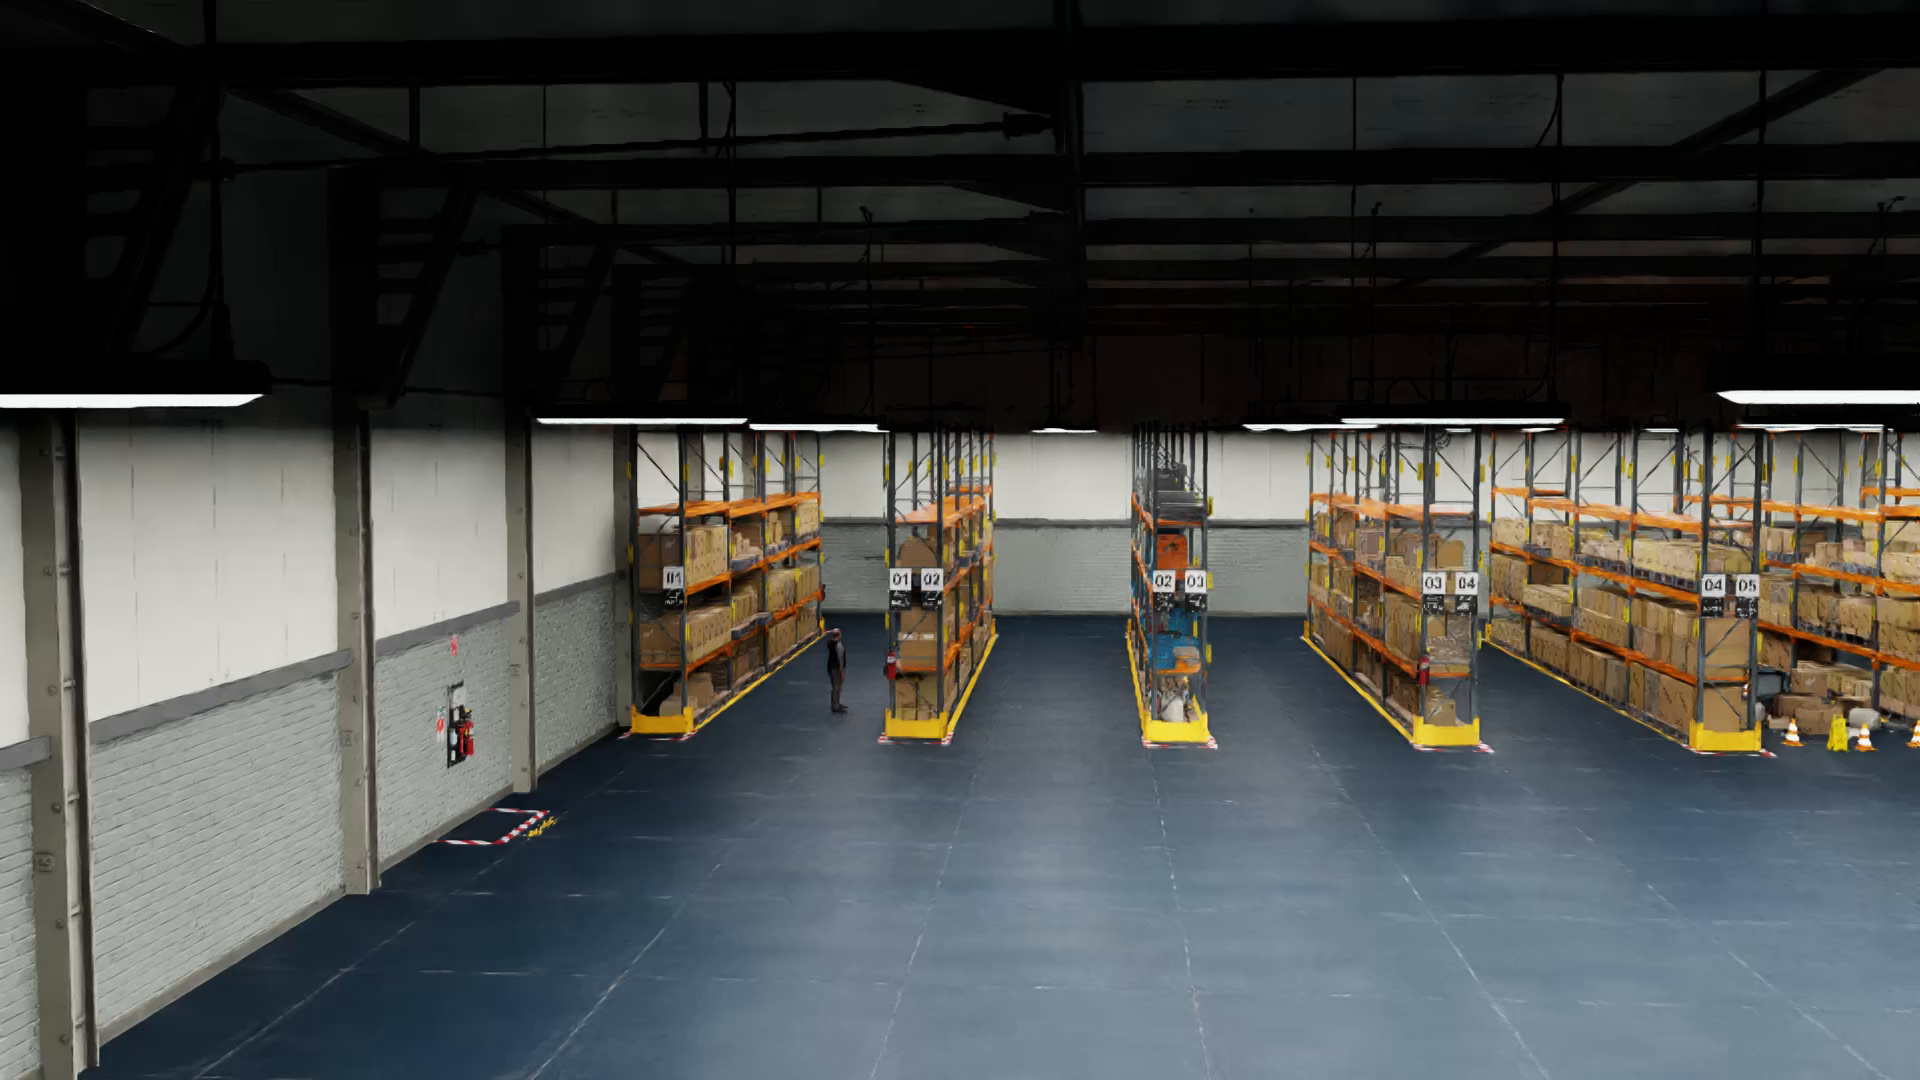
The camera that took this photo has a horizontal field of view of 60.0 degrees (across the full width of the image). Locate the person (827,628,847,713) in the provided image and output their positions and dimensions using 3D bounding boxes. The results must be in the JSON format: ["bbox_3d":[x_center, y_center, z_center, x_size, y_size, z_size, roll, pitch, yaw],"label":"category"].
[{"bbox_3d":[-2.505,2.673,34.348,0.448,1.730,0.586,-2,4,-26],"label":"person"}]
